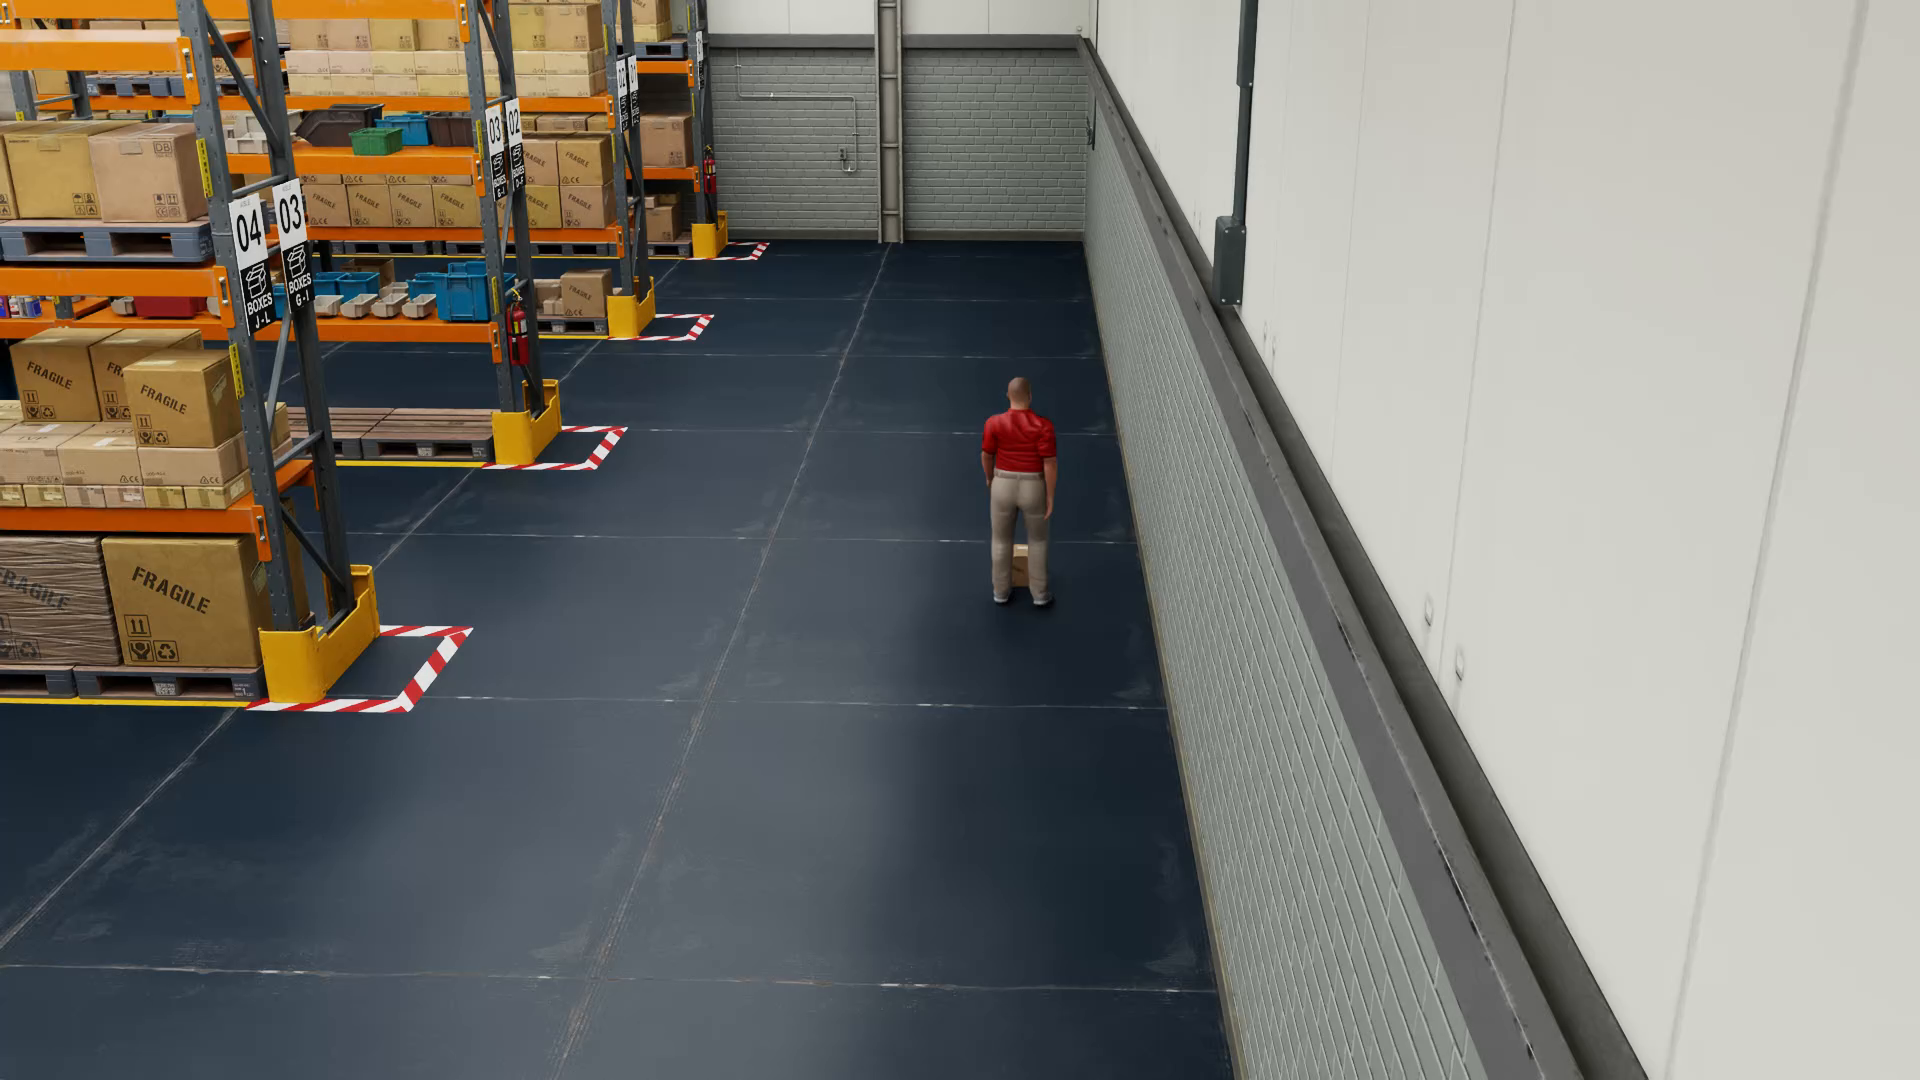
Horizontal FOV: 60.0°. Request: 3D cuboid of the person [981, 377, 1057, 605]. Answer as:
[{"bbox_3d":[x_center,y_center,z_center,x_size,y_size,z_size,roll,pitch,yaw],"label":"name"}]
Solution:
[{"bbox_3d":[0.431,-0.348,12.010,0.552,1.753,0.459,2,21,6],"label":"person"}]
